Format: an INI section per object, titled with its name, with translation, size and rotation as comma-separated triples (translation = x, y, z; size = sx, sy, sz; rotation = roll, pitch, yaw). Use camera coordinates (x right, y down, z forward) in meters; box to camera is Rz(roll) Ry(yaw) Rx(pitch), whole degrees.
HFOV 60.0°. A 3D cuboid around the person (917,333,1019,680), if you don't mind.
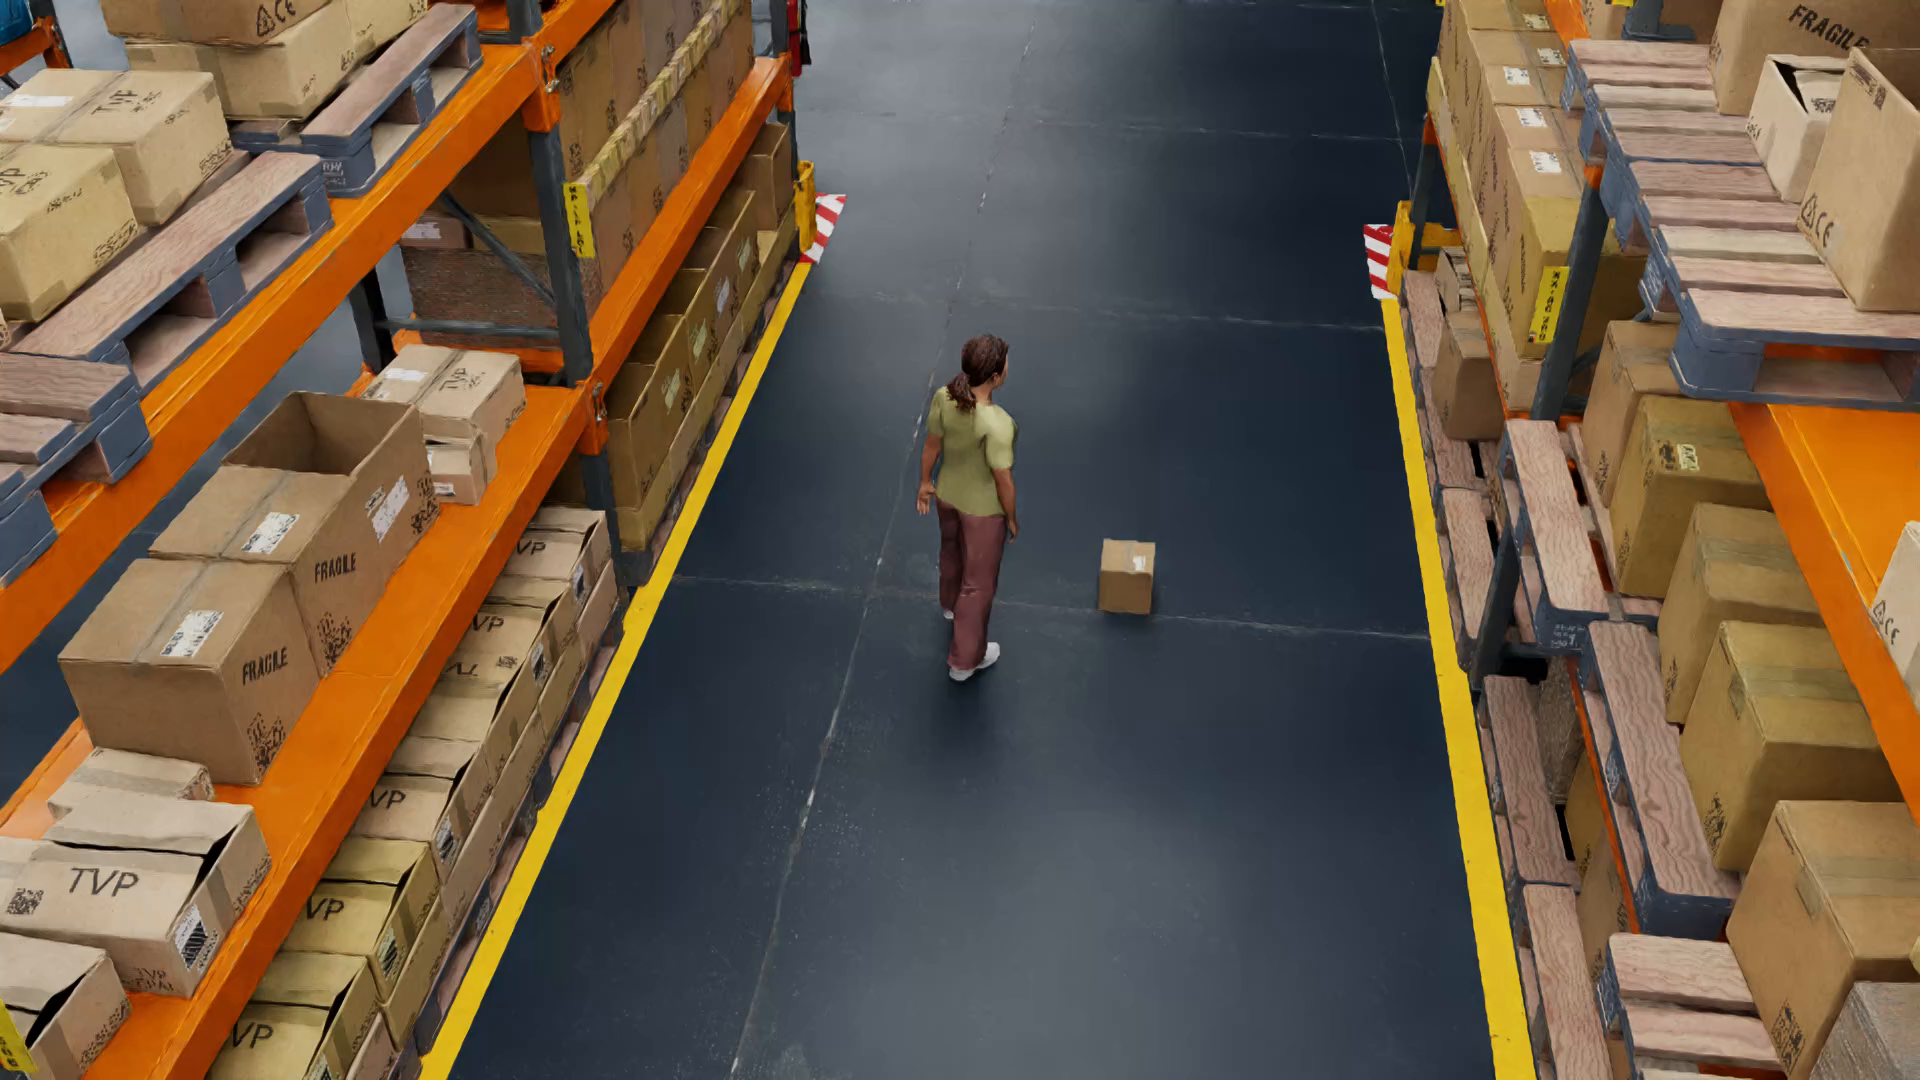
[person]
translation = 0.089, -0.192, 7.307
size = 0.559, 1.649, 0.599
rotation = 29, 45, 34
